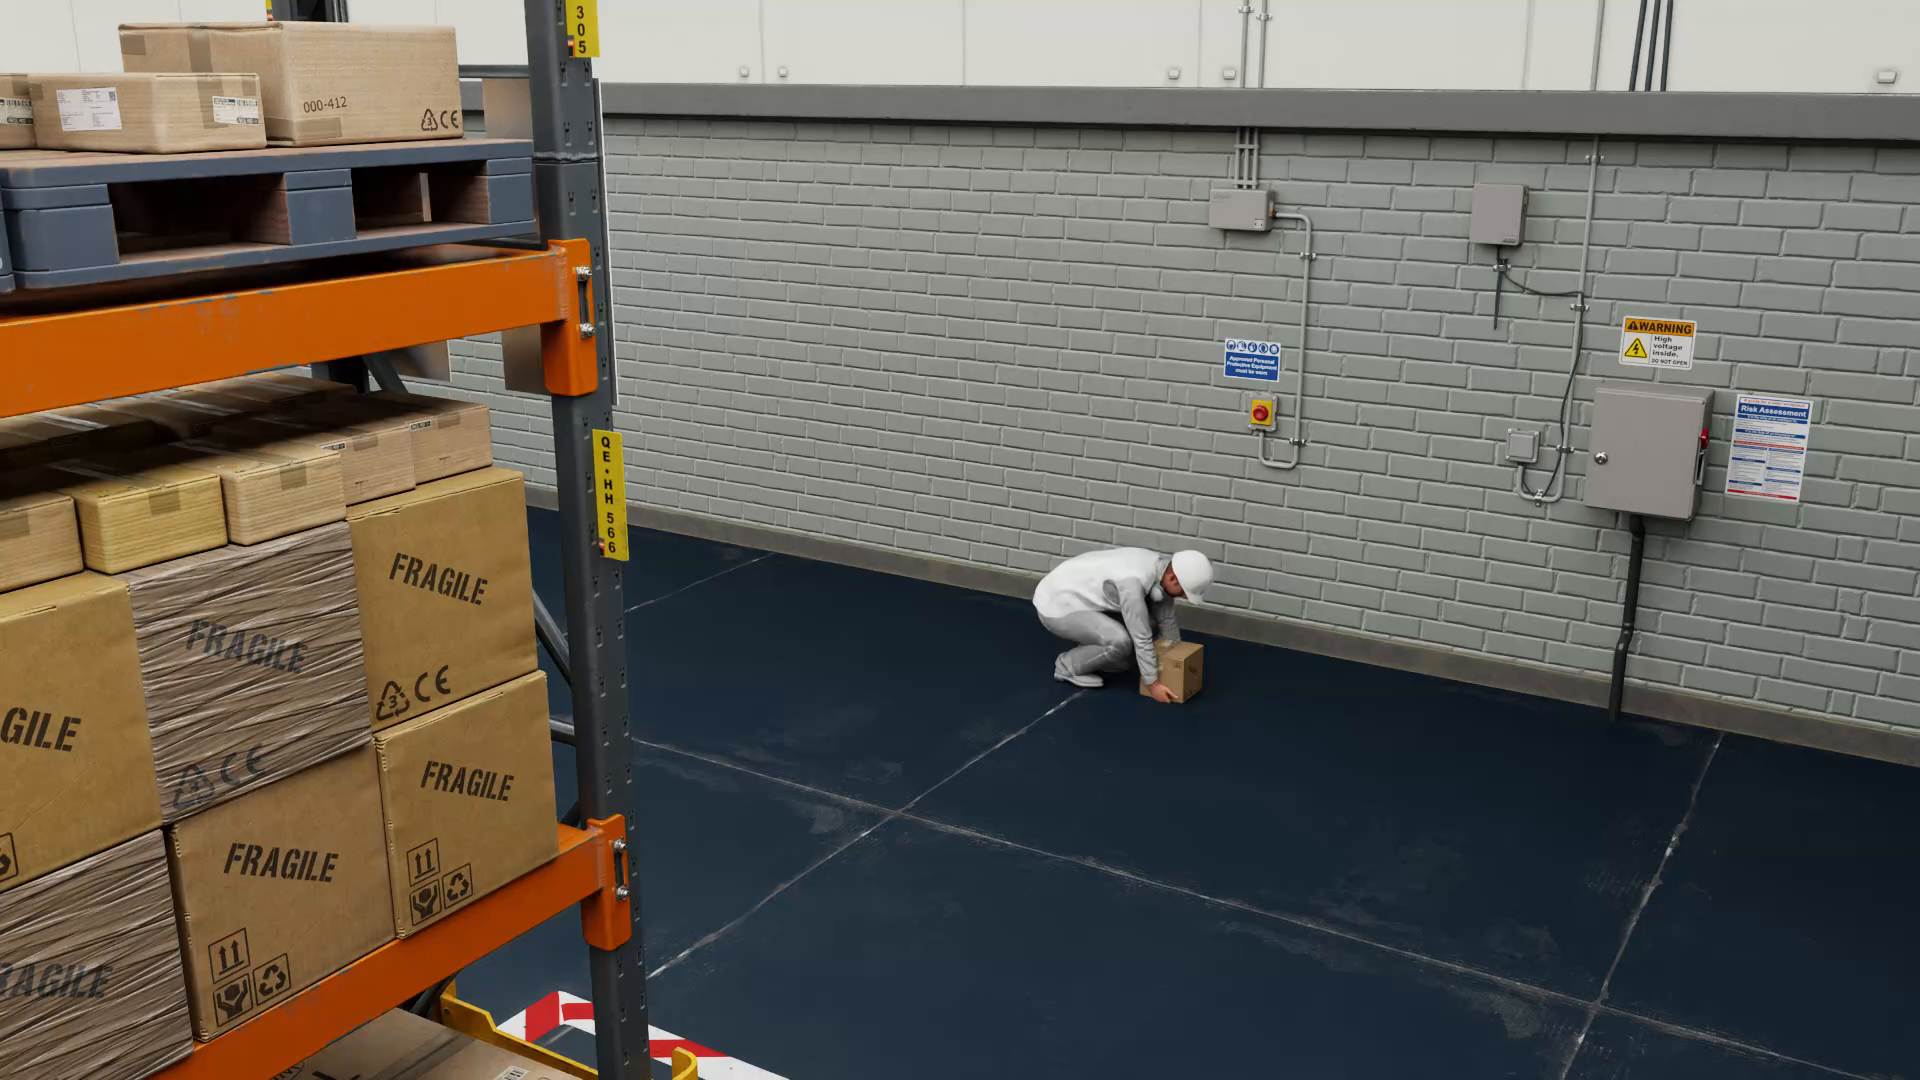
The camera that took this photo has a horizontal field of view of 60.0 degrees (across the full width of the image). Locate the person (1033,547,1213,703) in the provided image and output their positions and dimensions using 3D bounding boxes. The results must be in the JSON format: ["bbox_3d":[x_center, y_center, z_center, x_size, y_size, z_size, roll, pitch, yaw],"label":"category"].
[{"bbox_3d":[0.876,0.433,8.928,0.958,0.868,0.524,9,19,30],"label":"person"}]
